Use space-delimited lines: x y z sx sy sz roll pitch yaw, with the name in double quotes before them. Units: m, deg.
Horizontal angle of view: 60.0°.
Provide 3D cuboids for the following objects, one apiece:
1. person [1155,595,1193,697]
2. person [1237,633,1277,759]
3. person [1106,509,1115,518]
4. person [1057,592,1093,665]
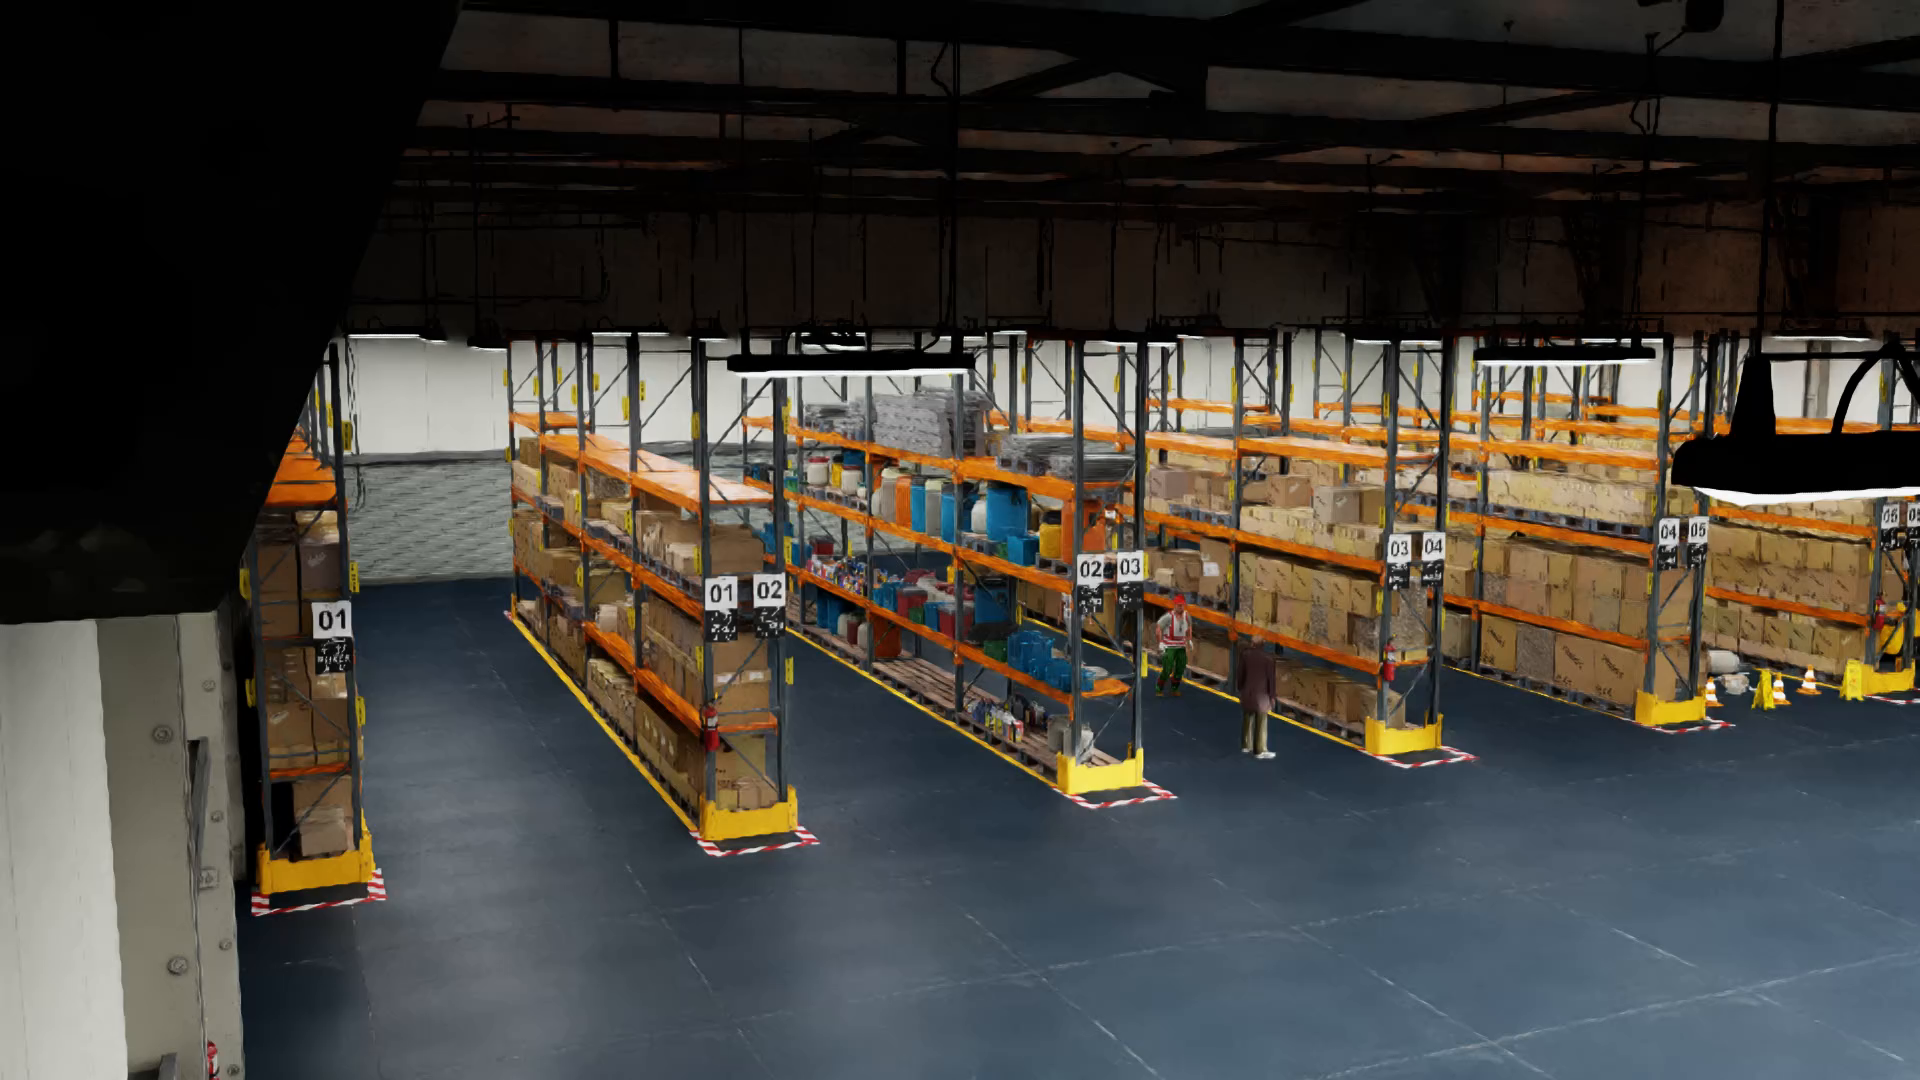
"person" 3.541 1.752 27.444 0.677 1.742 0.552 -3 8 -23
"person" 4.260 2.206 23.796 0.638 1.785 0.514 6 10 37
"person" 3.744 -0.184 41.567 0.629 1.736 0.999 1 8 5
"person" 2.121 1.384 30.146 0.554 1.712 1.031 -3 8 -24
